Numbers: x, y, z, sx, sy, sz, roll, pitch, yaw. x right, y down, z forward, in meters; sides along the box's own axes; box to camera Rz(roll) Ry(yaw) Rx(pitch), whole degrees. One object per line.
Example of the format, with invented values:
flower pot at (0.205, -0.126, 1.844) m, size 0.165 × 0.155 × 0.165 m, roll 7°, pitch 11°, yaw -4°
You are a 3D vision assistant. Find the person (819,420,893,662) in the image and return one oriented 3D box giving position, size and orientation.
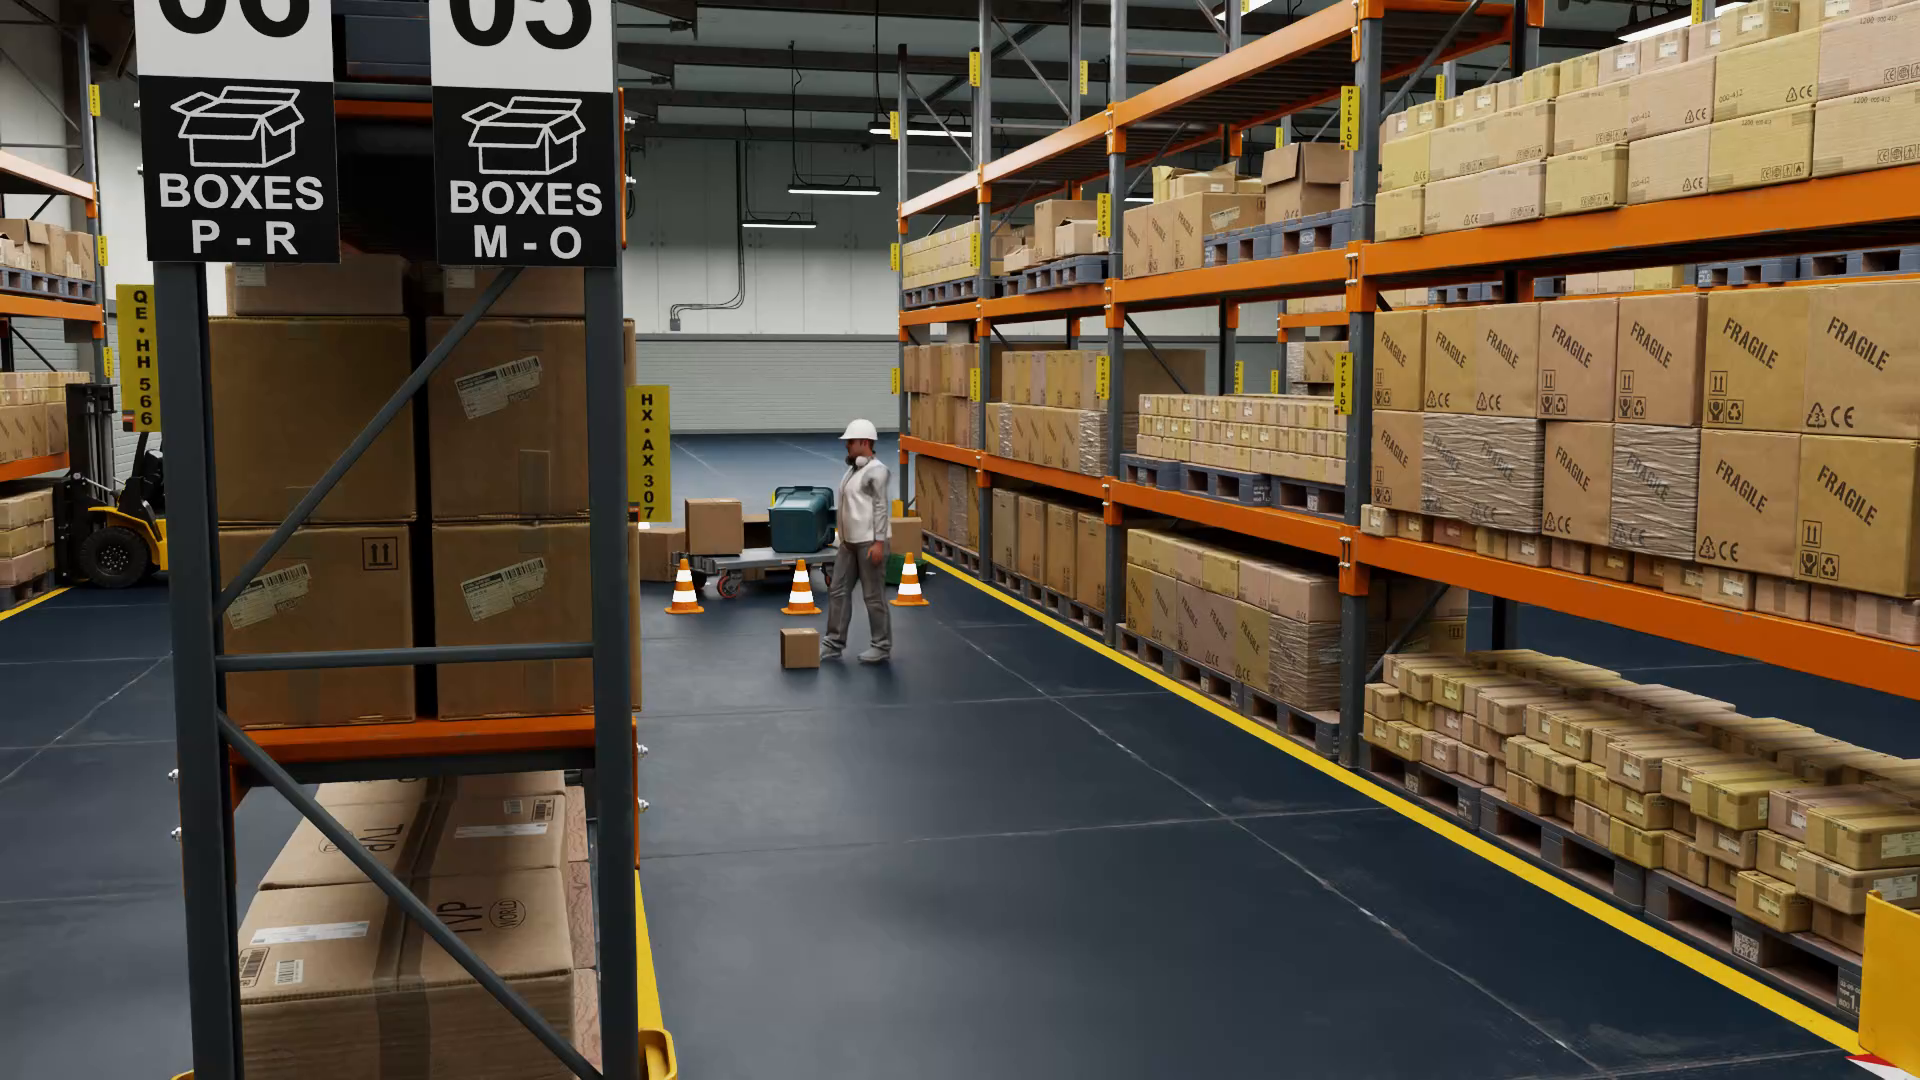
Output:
person at (-0.786, 0.010, 12.139) m, size 0.607 × 1.769 × 0.557 m, roll -4°, pitch 7°, yaw -31°
